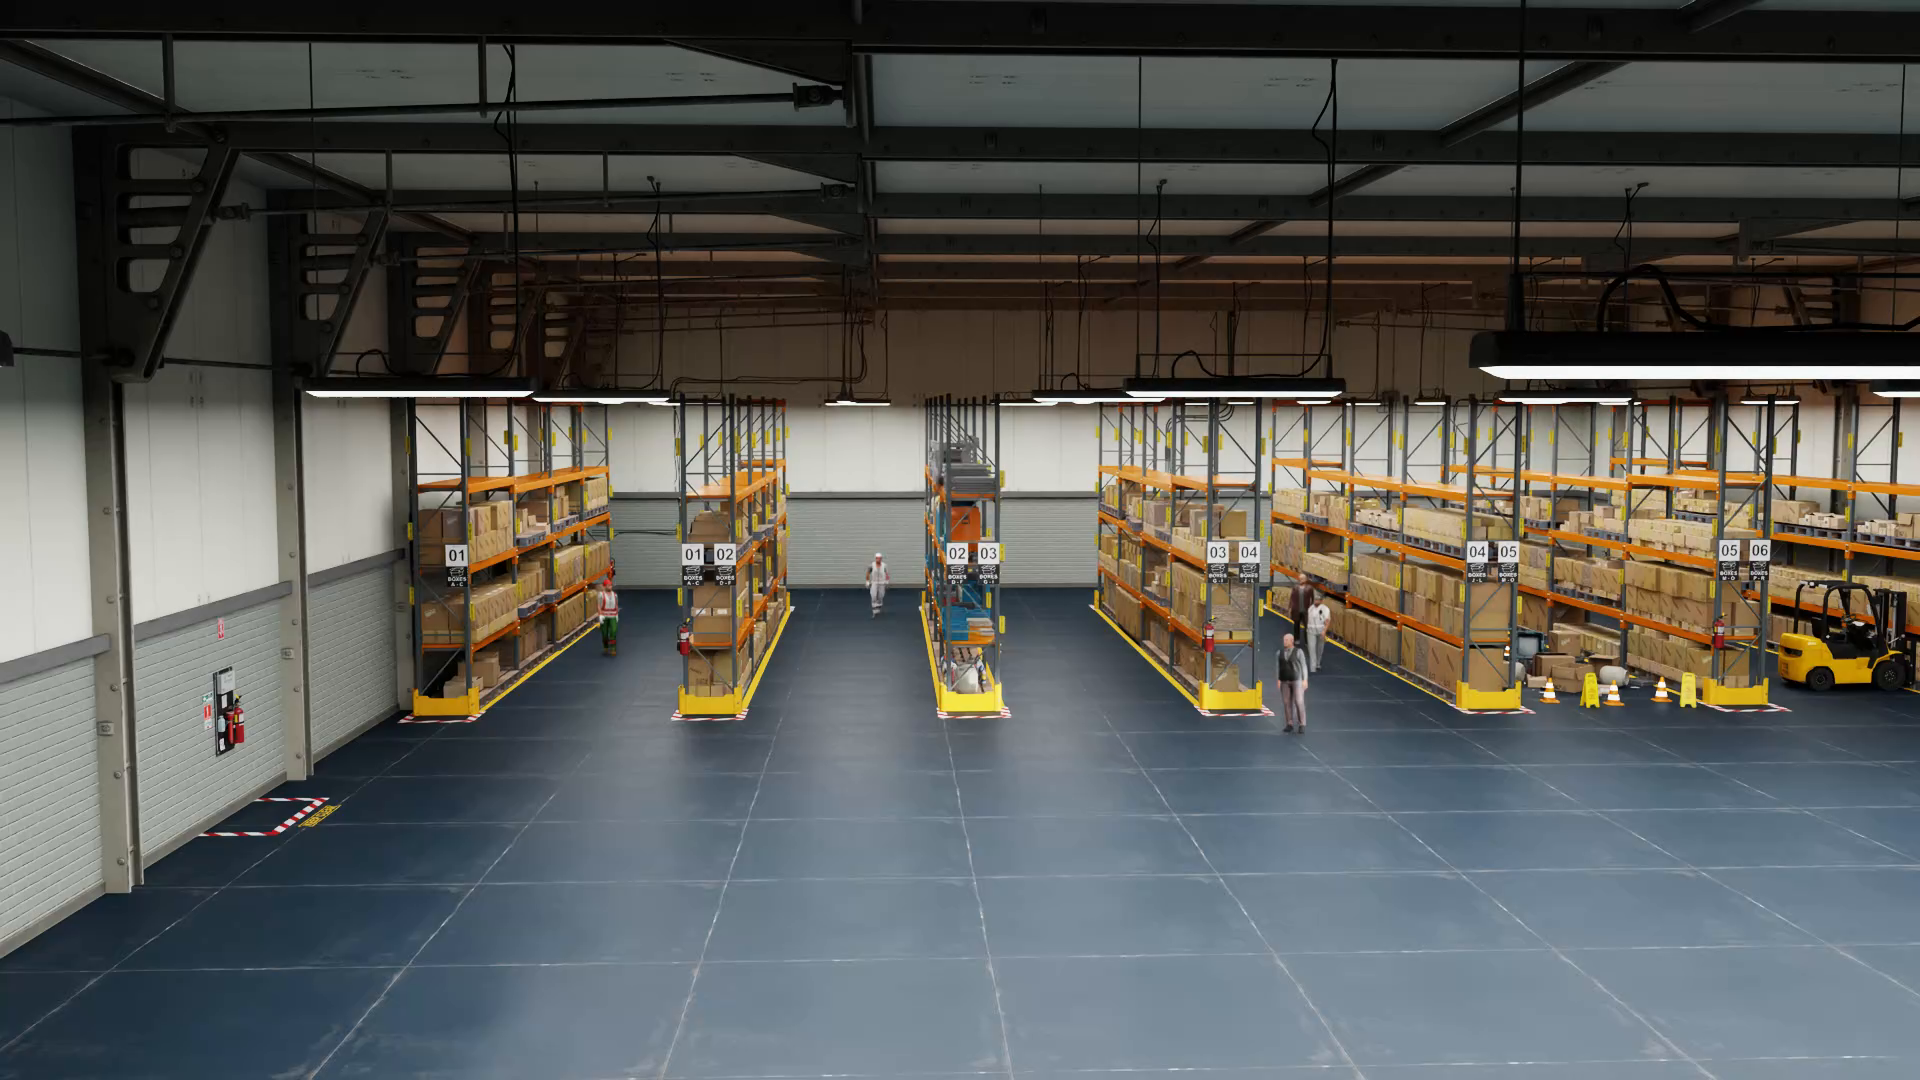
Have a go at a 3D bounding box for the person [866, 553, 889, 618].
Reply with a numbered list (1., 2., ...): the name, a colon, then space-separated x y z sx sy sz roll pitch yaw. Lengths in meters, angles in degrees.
1. person: -2.274 1.261 45.918 0.652 1.809 0.877 0 5 -2

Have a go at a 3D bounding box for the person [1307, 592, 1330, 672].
1. person: 7.787 1.989 36.130 0.479 1.709 1.054 0 5 3

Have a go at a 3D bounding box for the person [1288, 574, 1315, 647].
1. person: 8.193 1.691 39.799 0.662 1.745 1.018 0 5 1

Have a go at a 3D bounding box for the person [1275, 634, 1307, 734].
1. person: 5.864 2.546 29.495 0.595 1.765 0.387 3 5 30

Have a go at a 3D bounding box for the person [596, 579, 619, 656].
1. person: -8.145 1.783 38.460 0.507 1.728 1.019 -1 5 -12
